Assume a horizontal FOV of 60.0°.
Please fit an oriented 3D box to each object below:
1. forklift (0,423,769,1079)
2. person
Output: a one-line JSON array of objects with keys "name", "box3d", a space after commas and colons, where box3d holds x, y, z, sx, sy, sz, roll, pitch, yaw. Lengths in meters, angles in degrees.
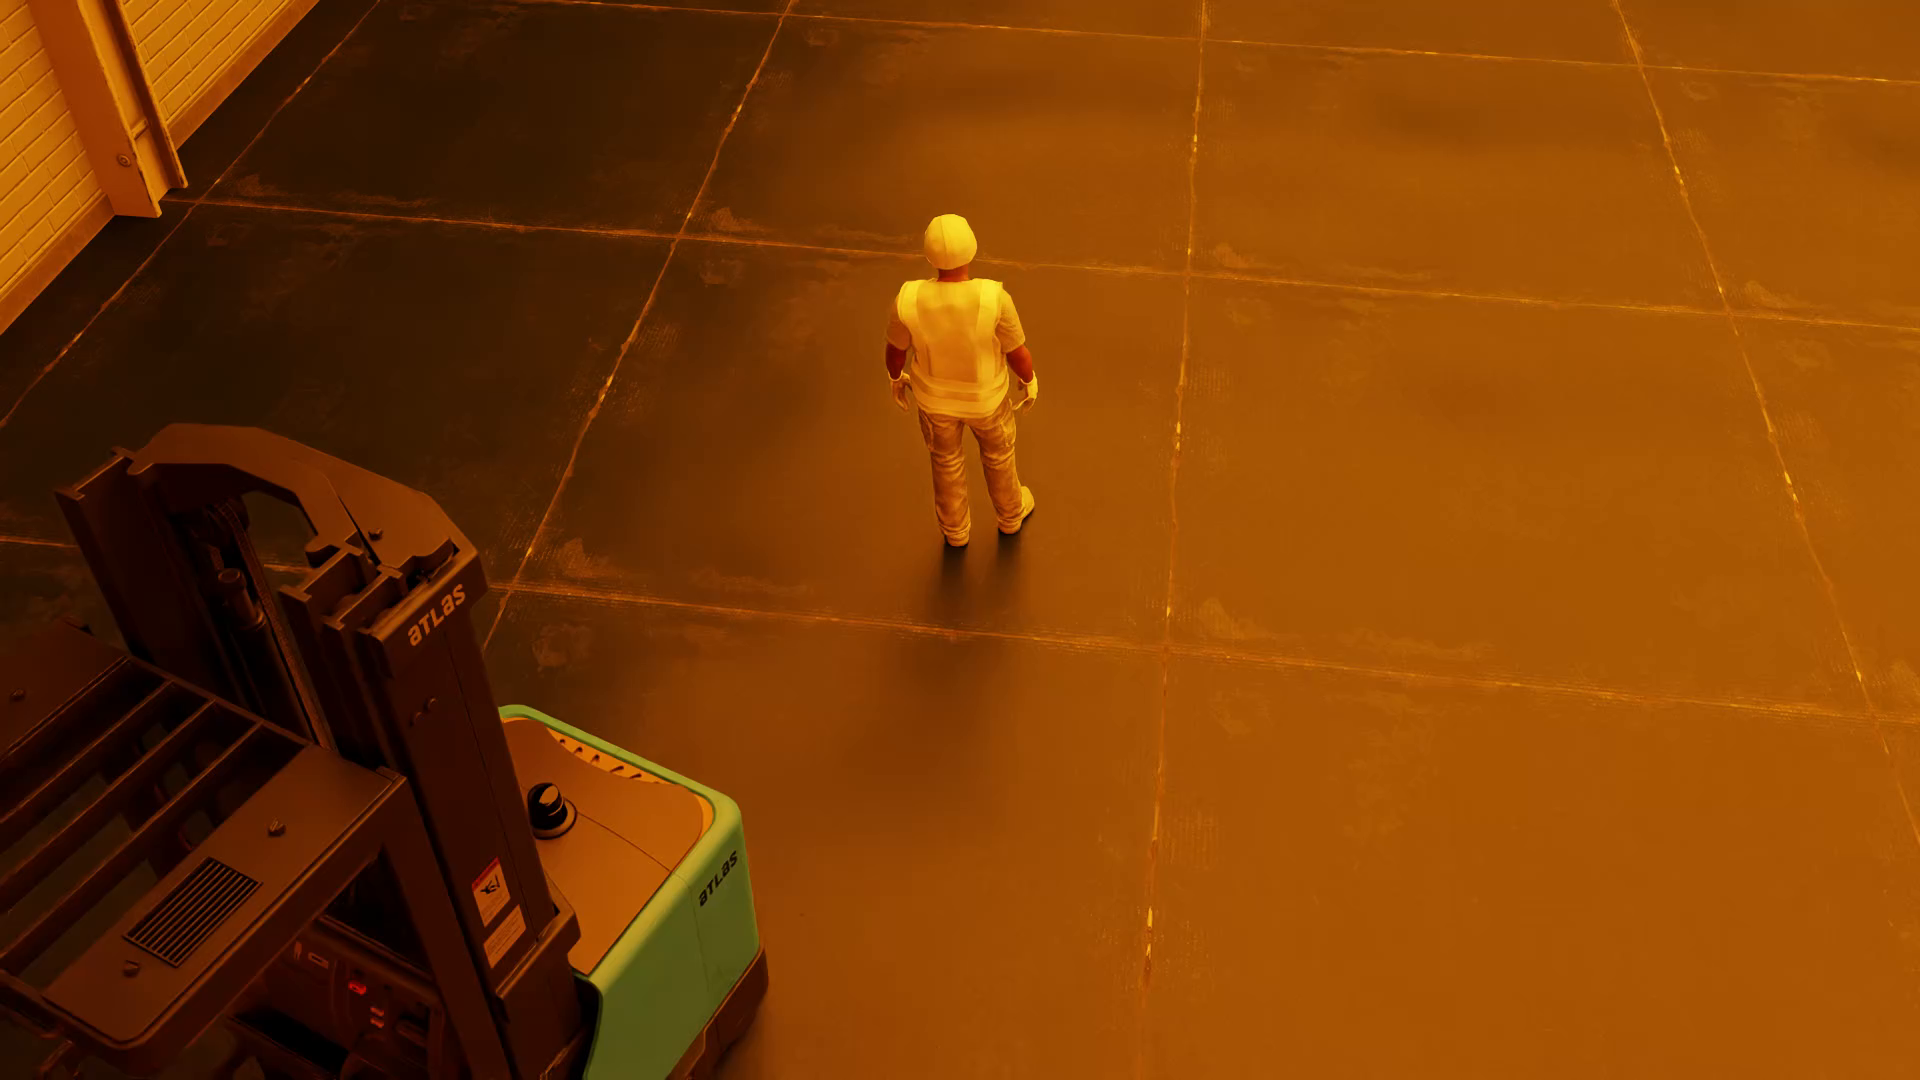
[{"name": "forklift", "box3d": [-1.834, 1.286, 4.324, 1.130, 2.935, 3.031, 20, 46, 20]}, {"name": "person", "box3d": [0.018, -0.710, 7.335, 0.657, 1.785, 0.575, 5, 43, 6]}]
